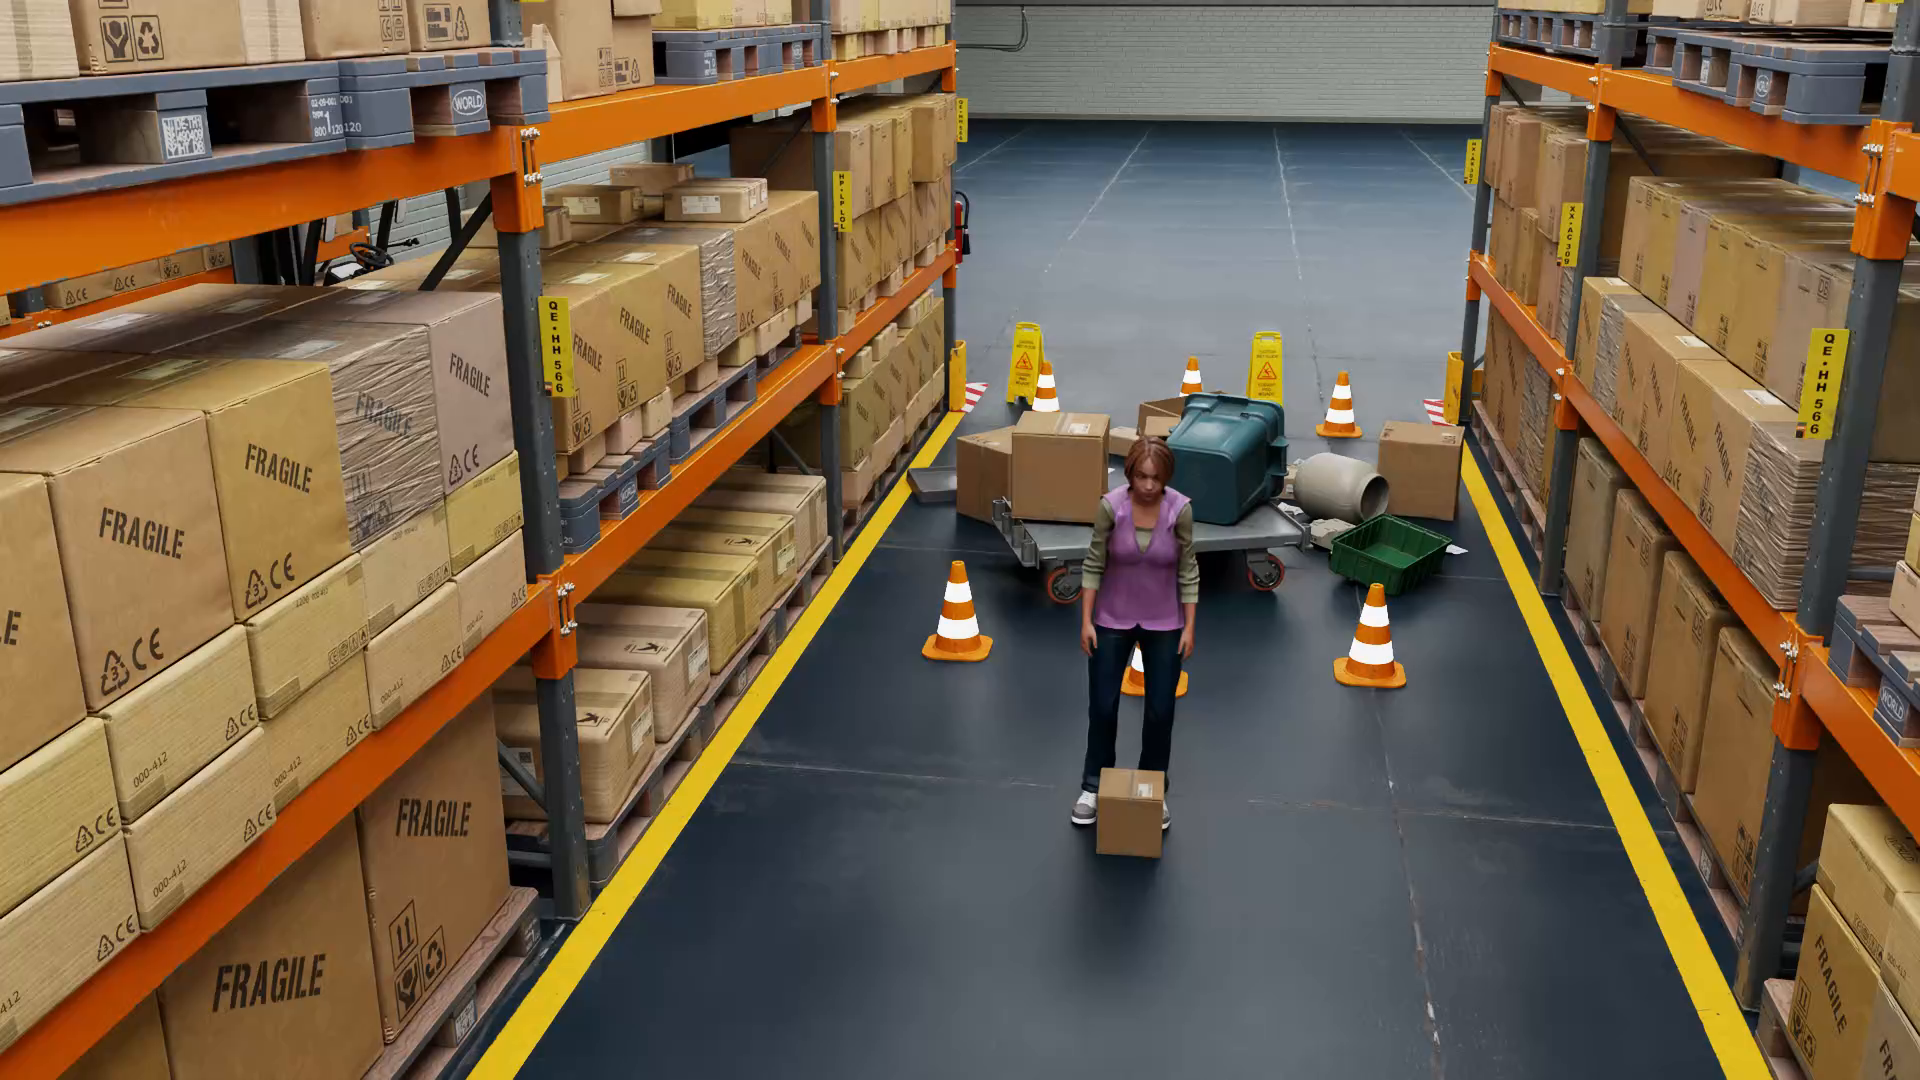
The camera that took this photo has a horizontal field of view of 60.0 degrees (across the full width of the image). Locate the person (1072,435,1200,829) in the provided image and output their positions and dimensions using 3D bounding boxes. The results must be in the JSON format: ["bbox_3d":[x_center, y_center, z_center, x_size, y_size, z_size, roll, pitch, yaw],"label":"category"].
[{"bbox_3d":[0.693,0.352,6.503,0.471,1.592,0.348,2,18,6],"label":"person"}]
